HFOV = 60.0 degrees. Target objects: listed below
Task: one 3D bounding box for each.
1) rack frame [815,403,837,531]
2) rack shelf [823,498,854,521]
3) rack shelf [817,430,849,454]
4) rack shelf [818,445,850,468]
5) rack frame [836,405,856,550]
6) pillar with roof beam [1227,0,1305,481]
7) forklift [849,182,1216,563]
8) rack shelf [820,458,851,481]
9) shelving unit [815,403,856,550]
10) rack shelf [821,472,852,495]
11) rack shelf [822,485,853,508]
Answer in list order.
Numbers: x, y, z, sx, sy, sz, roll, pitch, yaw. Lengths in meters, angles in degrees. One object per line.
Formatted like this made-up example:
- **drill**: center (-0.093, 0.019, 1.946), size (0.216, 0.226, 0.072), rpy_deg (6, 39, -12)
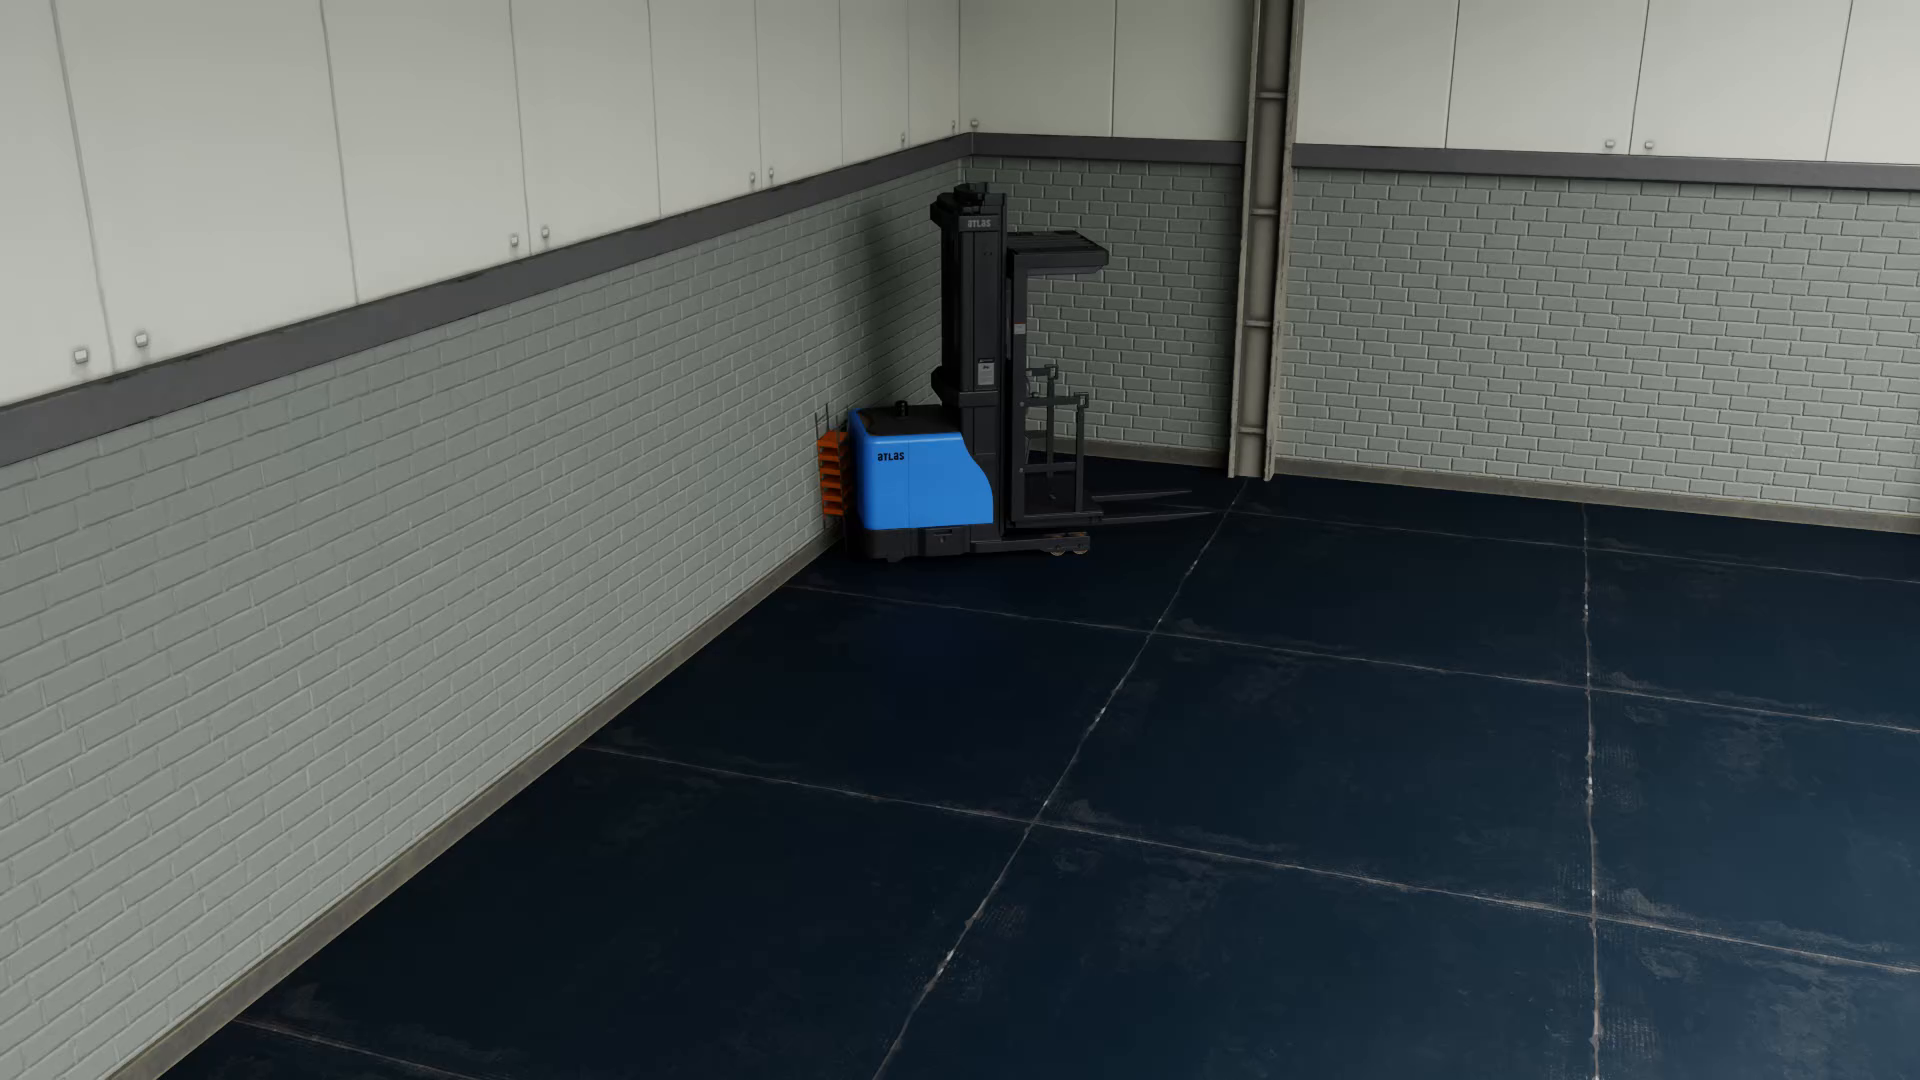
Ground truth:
- **rack frame**: center (-1.102, -0.528, 13.740), size (0.006, 1.200, 0.240), rpy_deg (7, 27, 19)
- **rack shelf**: center (-1.005, -0.261, 13.833), size (0.180, 0.103, 0.258), rpy_deg (7, 27, 19)
- **rack shelf**: center (-1.028, -0.802, 13.575), size (0.180, 0.103, 0.258), rpy_deg (7, 27, 19)
- **rack shelf**: center (-1.024, -0.694, 13.627), size (0.180, 0.103, 0.258), rpy_deg (7, 27, 19)
- **rack frame**: center (-0.930, -0.507, 13.681), size (0.006, 1.200, 0.240), rpy_deg (7, 27, 19)
- **pillar with roof beam**: center (1.363, -3.534, 10.545), size (0.400, 9.000, 9.100), rpy_deg (7, 20, 18)
- **forklift**: center (0.617, -1.423, 13.707), size (3.031, 2.935, 1.130), rpy_deg (-4, 20, -10)
- **rack shelf**: center (-1.019, -0.586, 13.678), size (0.180, 0.103, 0.258), rpy_deg (7, 27, 19)
- **shelving unit**: center (-1.016, -0.517, 13.711), size (0.189, 1.200, 0.258), rpy_deg (7, 27, 19)
- **rack shelf**: center (-1.014, -0.477, 13.730), size (0.180, 0.103, 0.258), rpy_deg (7, 27, 19)
- **rack shelf**: center (-1.010, -0.369, 13.781), size (0.180, 0.103, 0.258), rpy_deg (7, 27, 19)
